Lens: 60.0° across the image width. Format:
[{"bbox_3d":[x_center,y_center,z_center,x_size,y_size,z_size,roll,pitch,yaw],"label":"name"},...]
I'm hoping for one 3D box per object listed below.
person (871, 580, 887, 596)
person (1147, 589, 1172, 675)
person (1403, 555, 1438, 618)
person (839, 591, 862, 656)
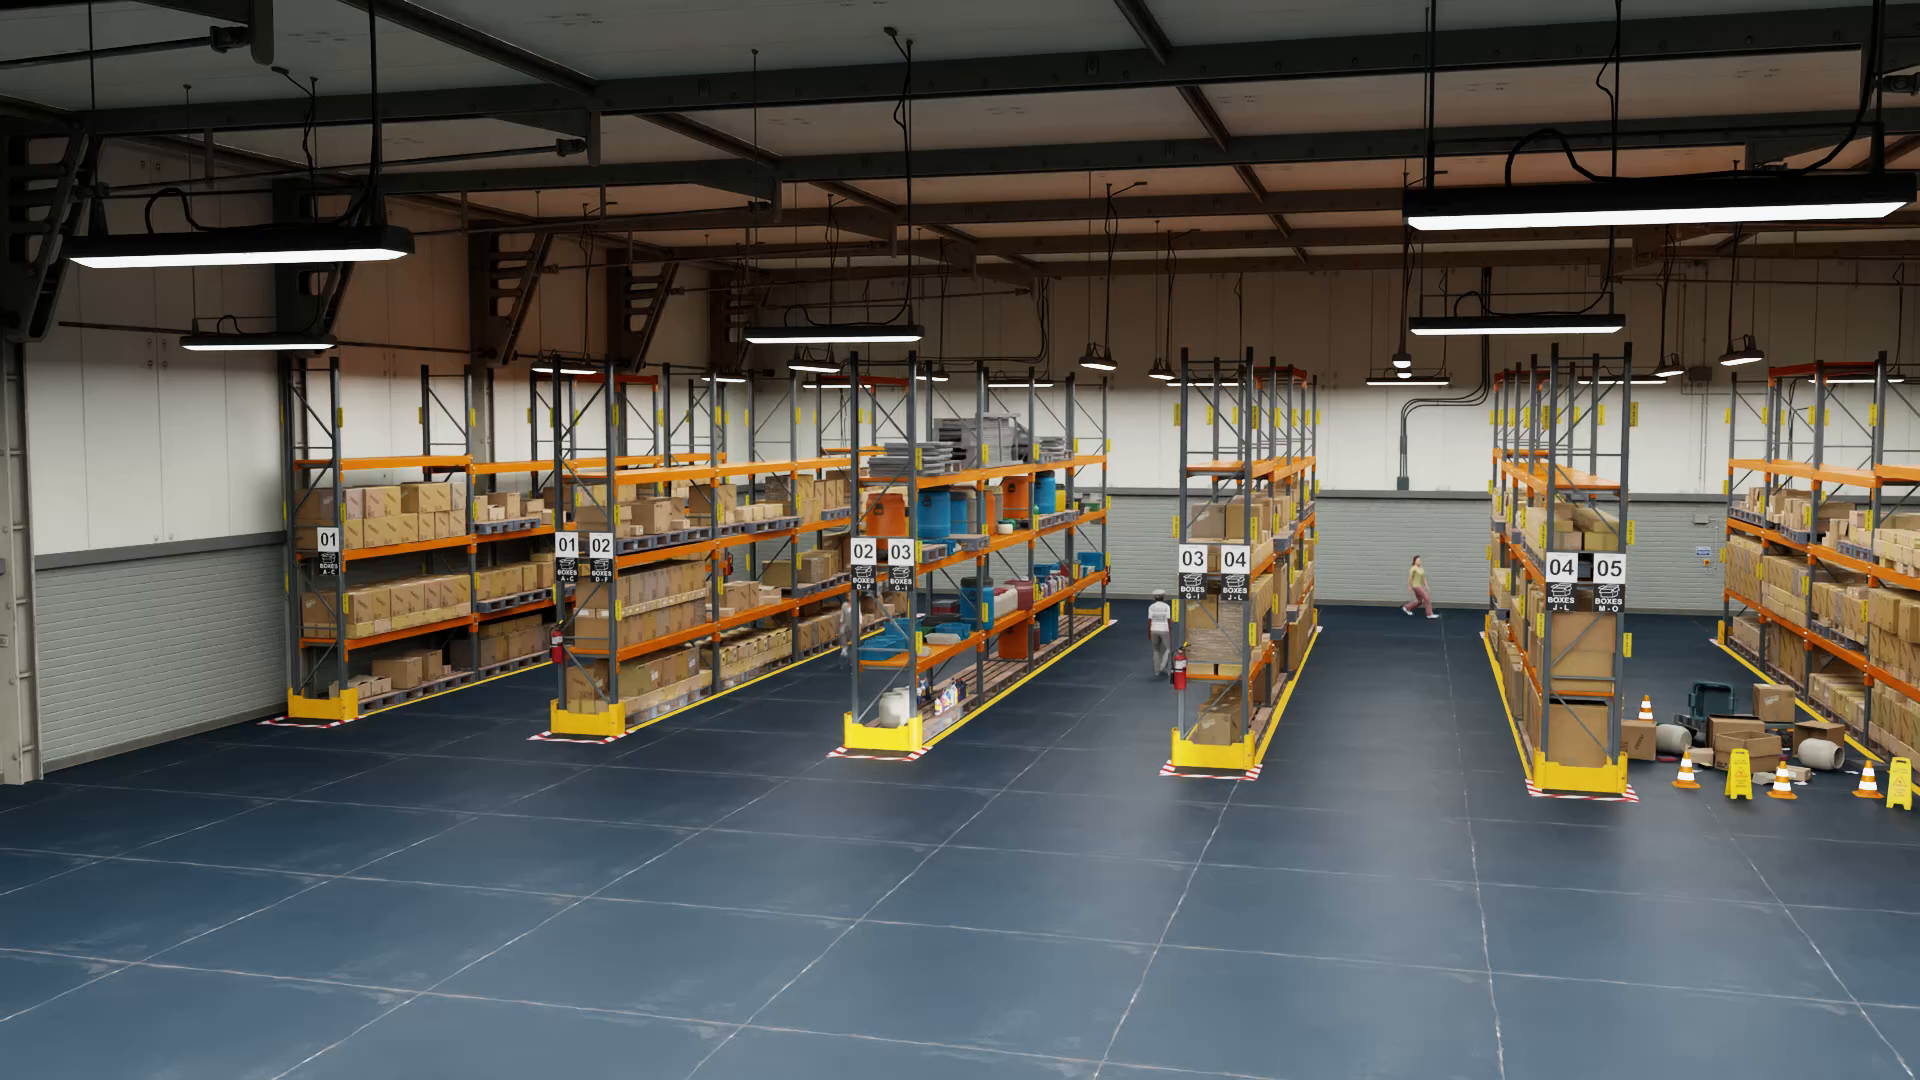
[{"bbox_3d":[-2.168,0.835,44.642,0.555,1.763,0.851,-3,5,-36],"label":"person"},{"bbox_3d":[3.883,1.806,32.270,0.499,1.671,0.503,1,4,14],"label":"person"},{"bbox_3d":[11.545,1.160,41.668,0.442,1.558,1.006,-4,6,-44],"label":"person"},{"bbox_3d":[-2.181,1.758,33.249,0.469,1.499,1.010,1,4,7],"label":"person"}]
